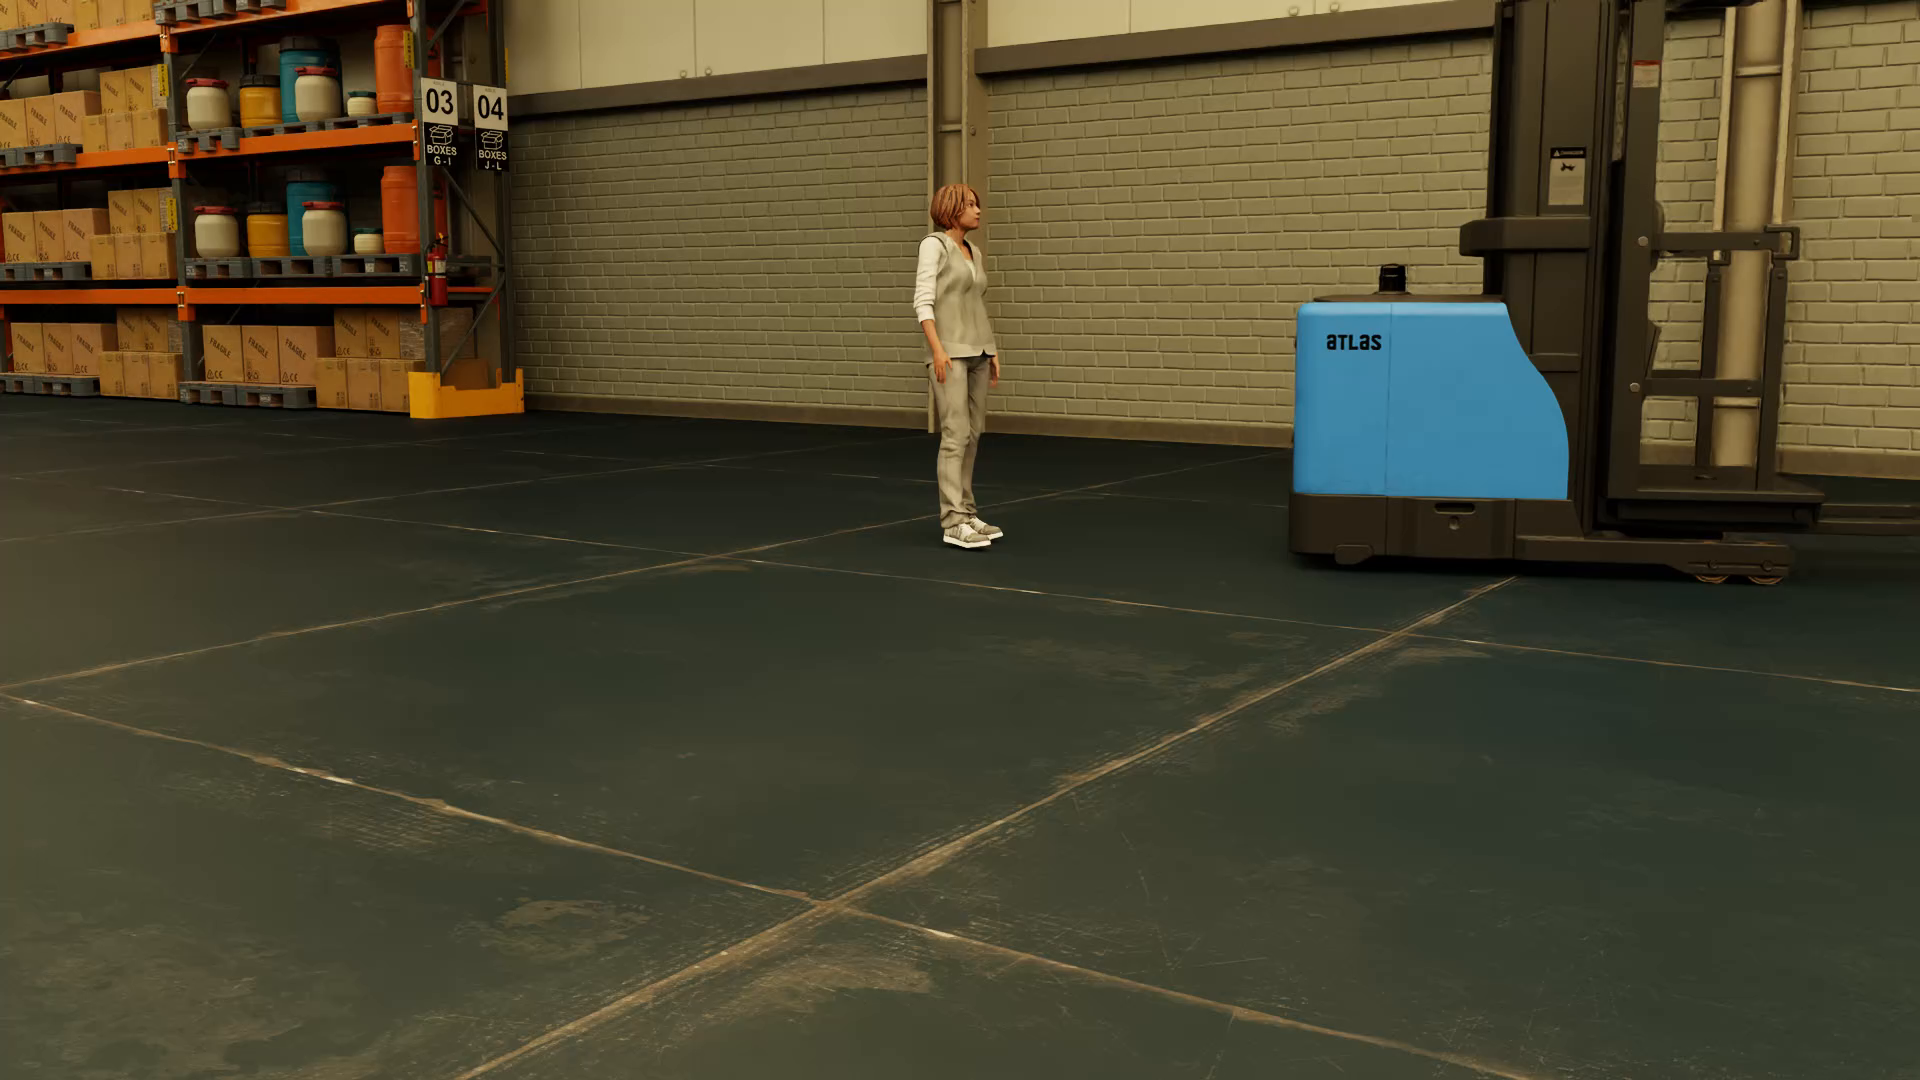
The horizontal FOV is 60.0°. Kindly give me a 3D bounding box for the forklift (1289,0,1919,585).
[{"bbox_3d":[2.917,-1.359,6.747,3.031,2.935,1.130,2,8,11],"label":"forklift"}]

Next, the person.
[{"bbox_3d":[0.053,-0.790,7.438,0.475,1.596,0.521,5,10,34],"label":"person"}]
